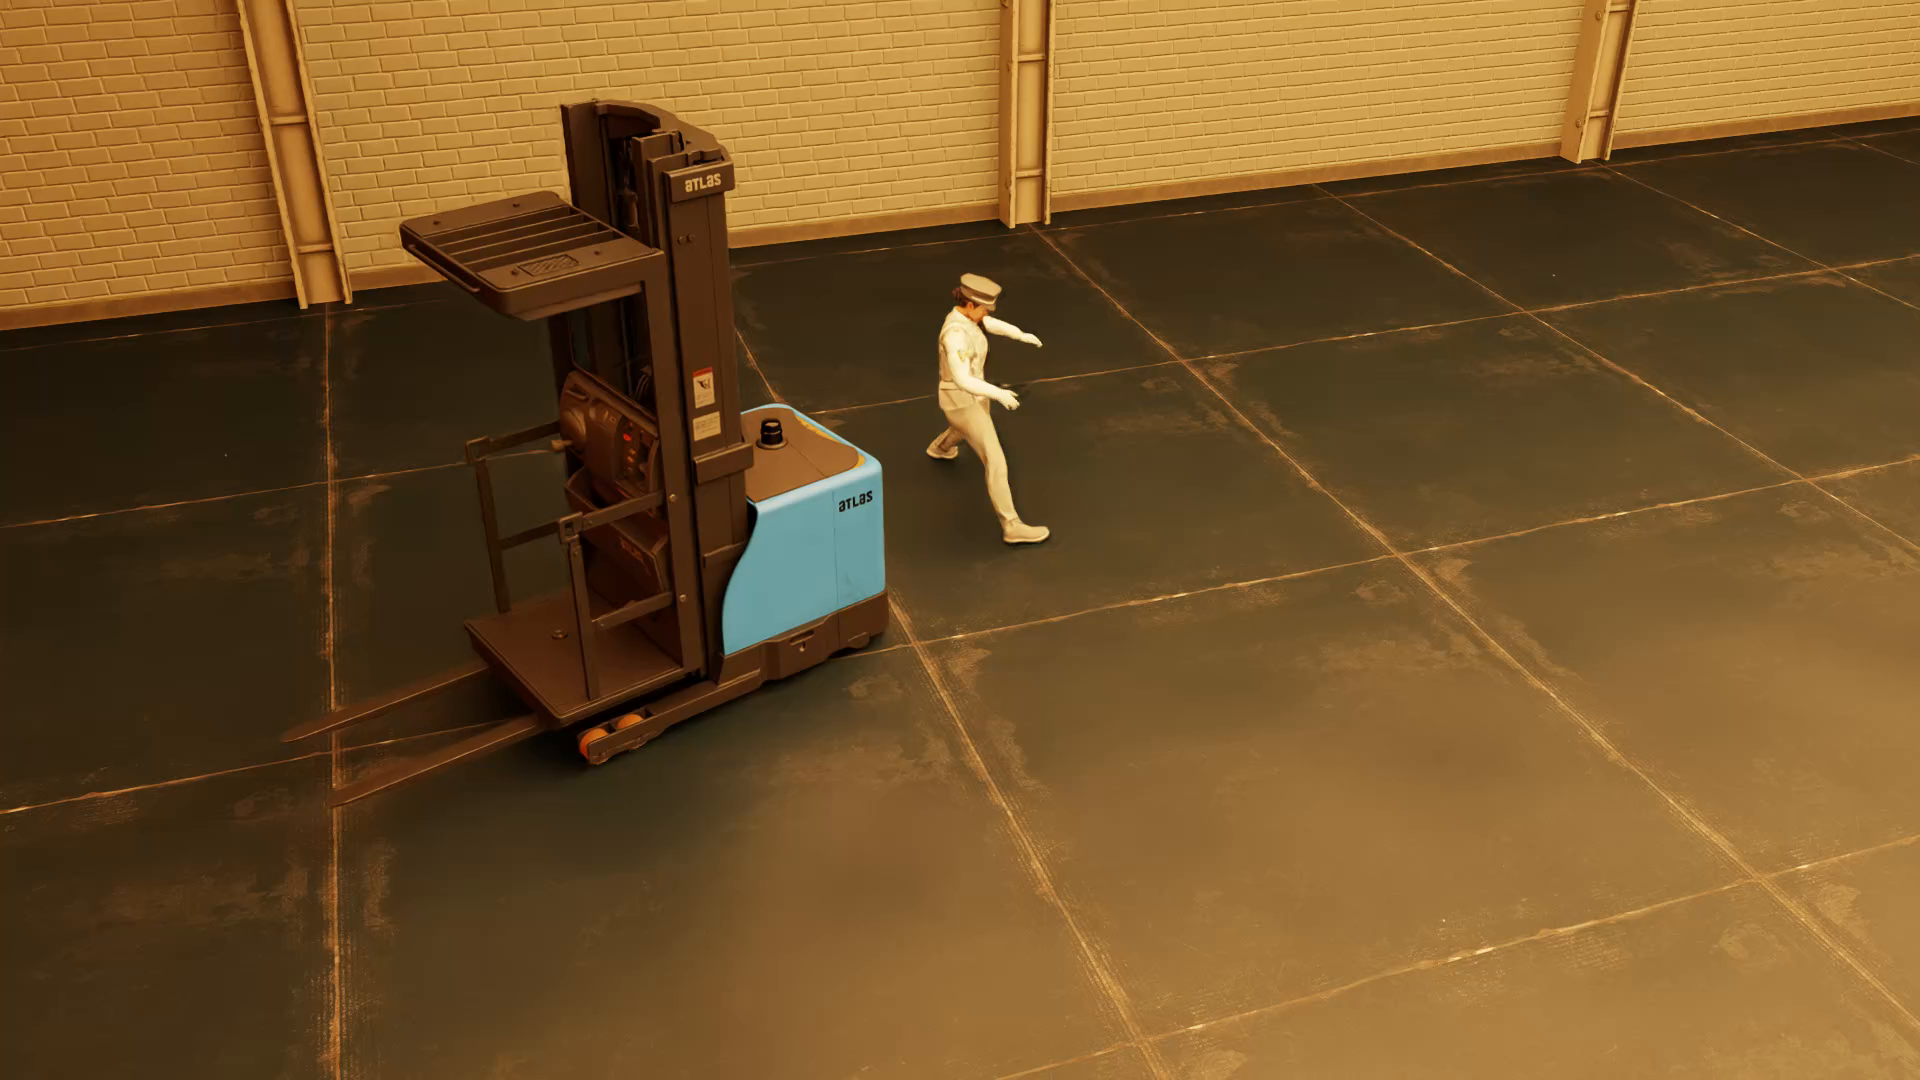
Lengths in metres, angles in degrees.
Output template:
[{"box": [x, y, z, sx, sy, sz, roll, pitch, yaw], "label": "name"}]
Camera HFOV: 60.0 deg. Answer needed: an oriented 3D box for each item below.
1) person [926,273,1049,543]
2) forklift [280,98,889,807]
[{"box": [0.165, -0.912, 10.132, 0.893, 1.484, 1.194, 4, 30, 7], "label": "person"}, {"box": [-1.858, -0.475, 7.913, 3.031, 2.935, 1.130, -22, 36, -33], "label": "forklift"}]
